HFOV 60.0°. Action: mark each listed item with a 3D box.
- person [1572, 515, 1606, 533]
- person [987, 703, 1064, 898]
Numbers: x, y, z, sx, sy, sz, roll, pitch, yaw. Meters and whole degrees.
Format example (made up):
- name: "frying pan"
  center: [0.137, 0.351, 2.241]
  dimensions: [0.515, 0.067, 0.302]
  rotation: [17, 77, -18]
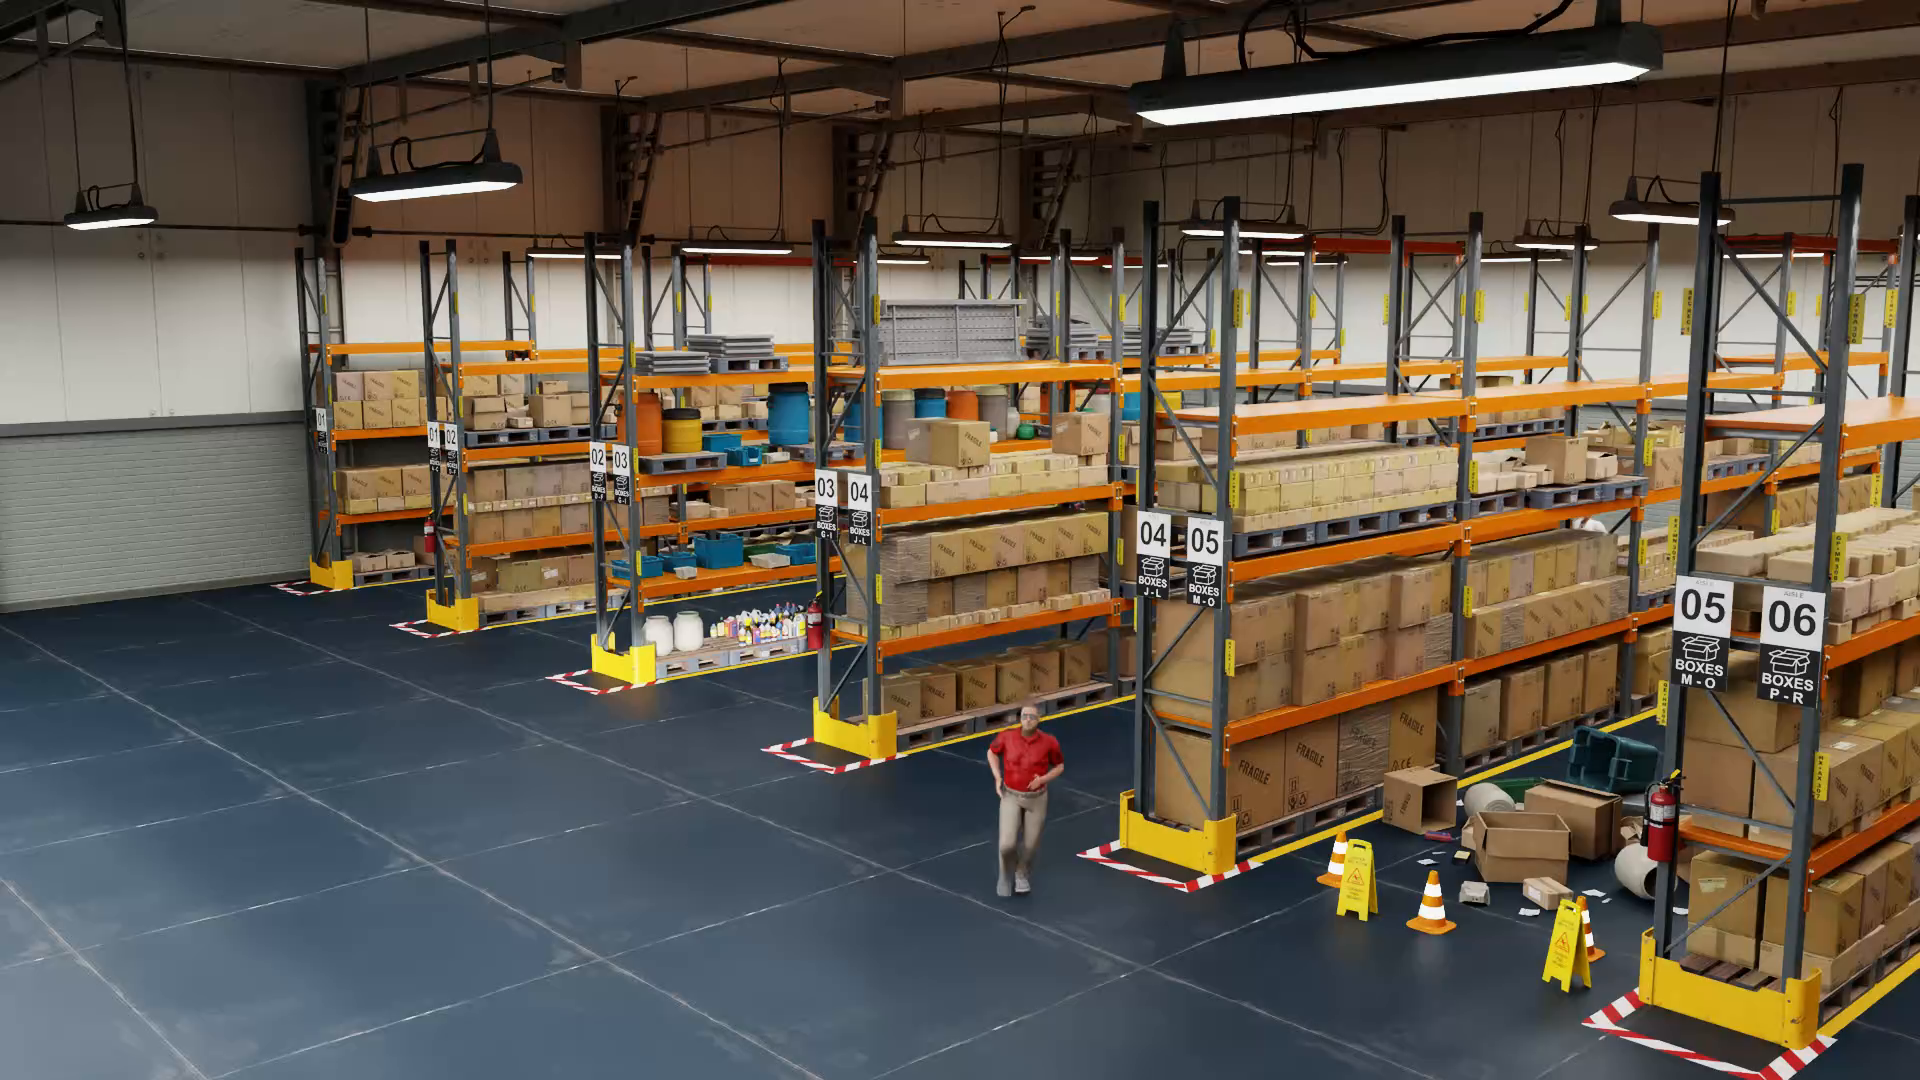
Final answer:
- name: "person"
  center: [10.265, 0.314, 27.225]
  dimensions: [0.954, 1.779, 0.726]
  rotation: [-7, 11, -39]
- name: "person"
  center: [0.562, 2.264, 14.294]
  dimensions: [0.661, 1.744, 0.585]
  rotation: [0, 8, 2]
